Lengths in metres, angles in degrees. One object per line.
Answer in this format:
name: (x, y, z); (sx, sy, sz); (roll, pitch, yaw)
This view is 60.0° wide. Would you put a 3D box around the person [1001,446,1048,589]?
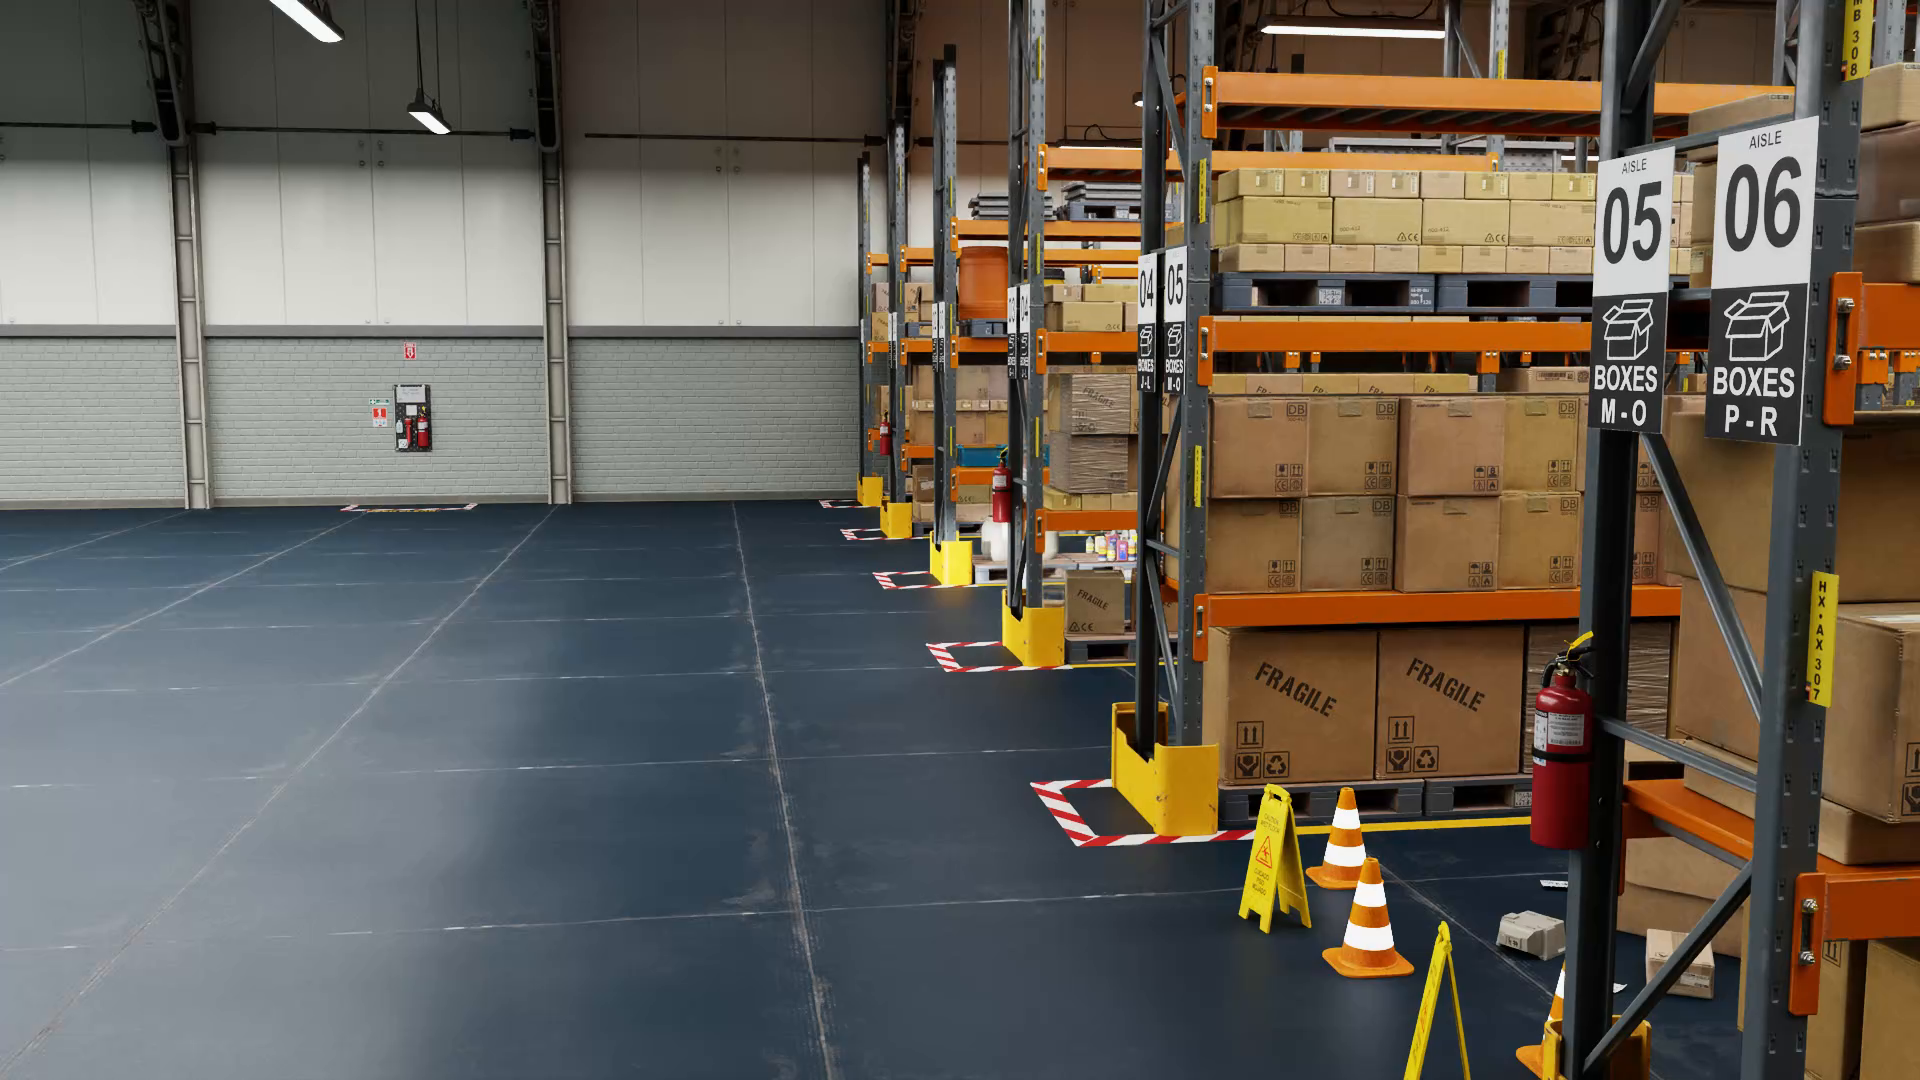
person: (0.621, -0.033, 15.981); (0.436, 1.746, 0.590); (1, 7, 9)
